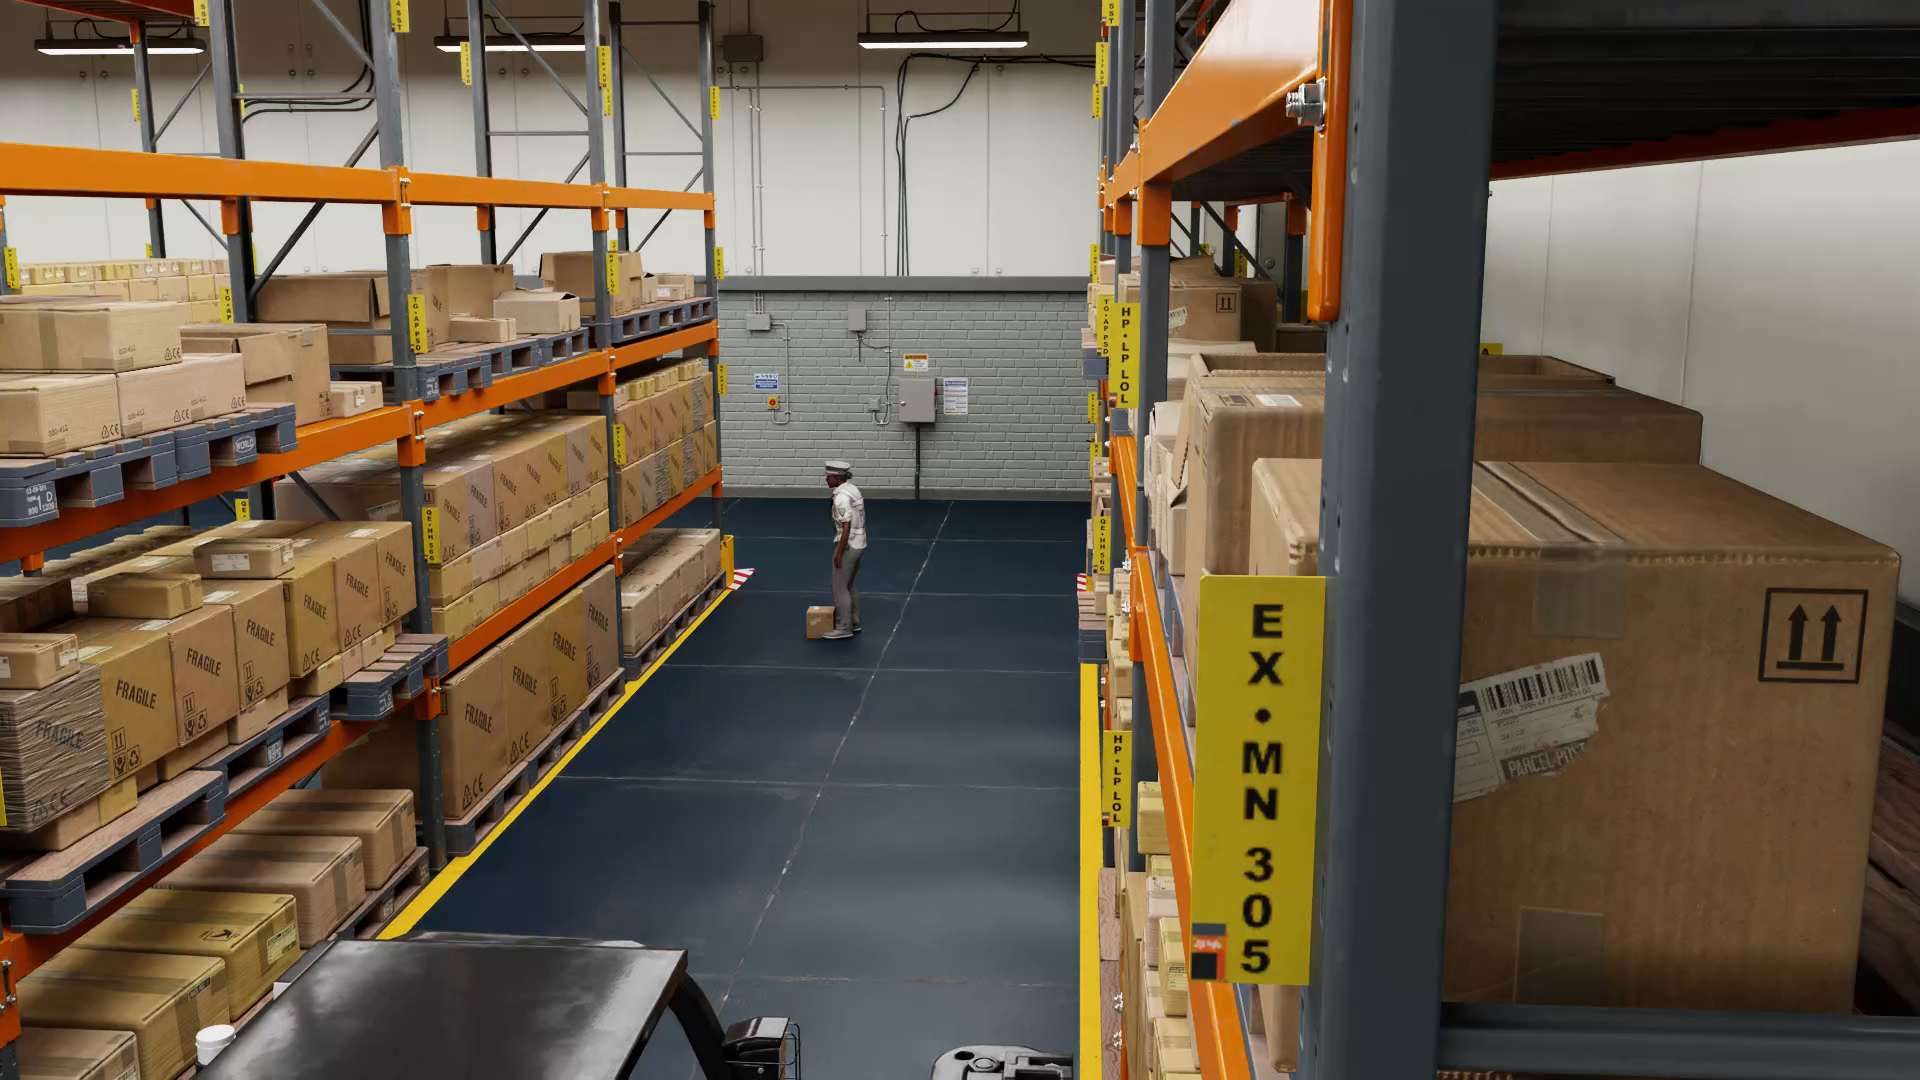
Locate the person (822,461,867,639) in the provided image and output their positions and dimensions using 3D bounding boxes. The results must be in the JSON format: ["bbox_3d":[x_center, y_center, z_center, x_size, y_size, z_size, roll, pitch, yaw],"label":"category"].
[{"bbox_3d":[-1.079,0.084,15.496,0.415,1.657,0.505,1,11,4],"label":"person"}]
